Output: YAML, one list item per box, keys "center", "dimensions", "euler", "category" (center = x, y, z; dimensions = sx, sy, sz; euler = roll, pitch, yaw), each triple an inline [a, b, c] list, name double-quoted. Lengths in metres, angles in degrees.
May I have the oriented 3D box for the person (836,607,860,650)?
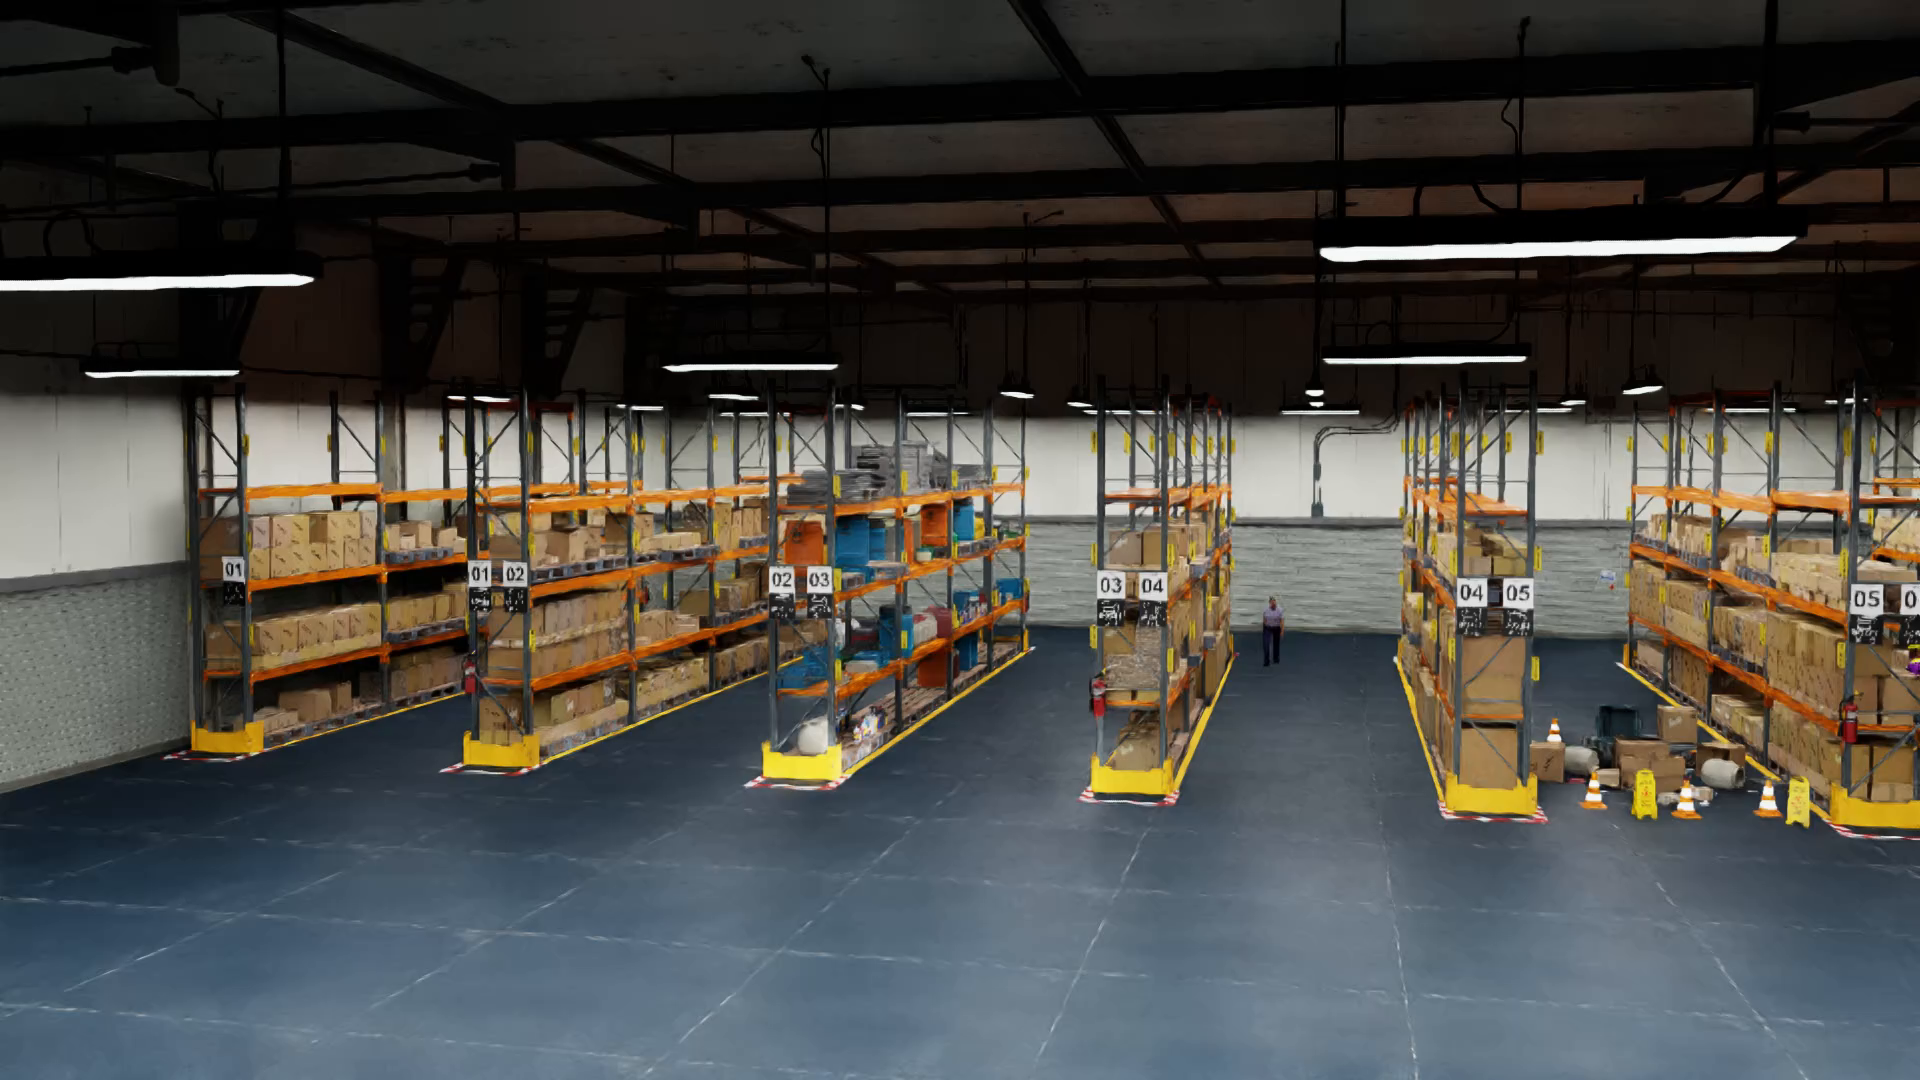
- center: [-2.338, 2.207, 34.081]
  dimensions: [0.682, 1.704, 0.542]
  euler: [1, 3, 11]
  category: "person"

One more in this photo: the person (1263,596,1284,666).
- center: [7.113, 2.048, 37.741]
  dimensions: [0.478, 1.567, 1.074]
  euler: [1, 3, 10]
  category: "person"

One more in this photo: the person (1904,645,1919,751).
- center: [15.660, 2.542, 27.318]
  dimensions: [0.580, 1.763, 0.673]
  euler: [3, 4, 42]
  category: "person"
